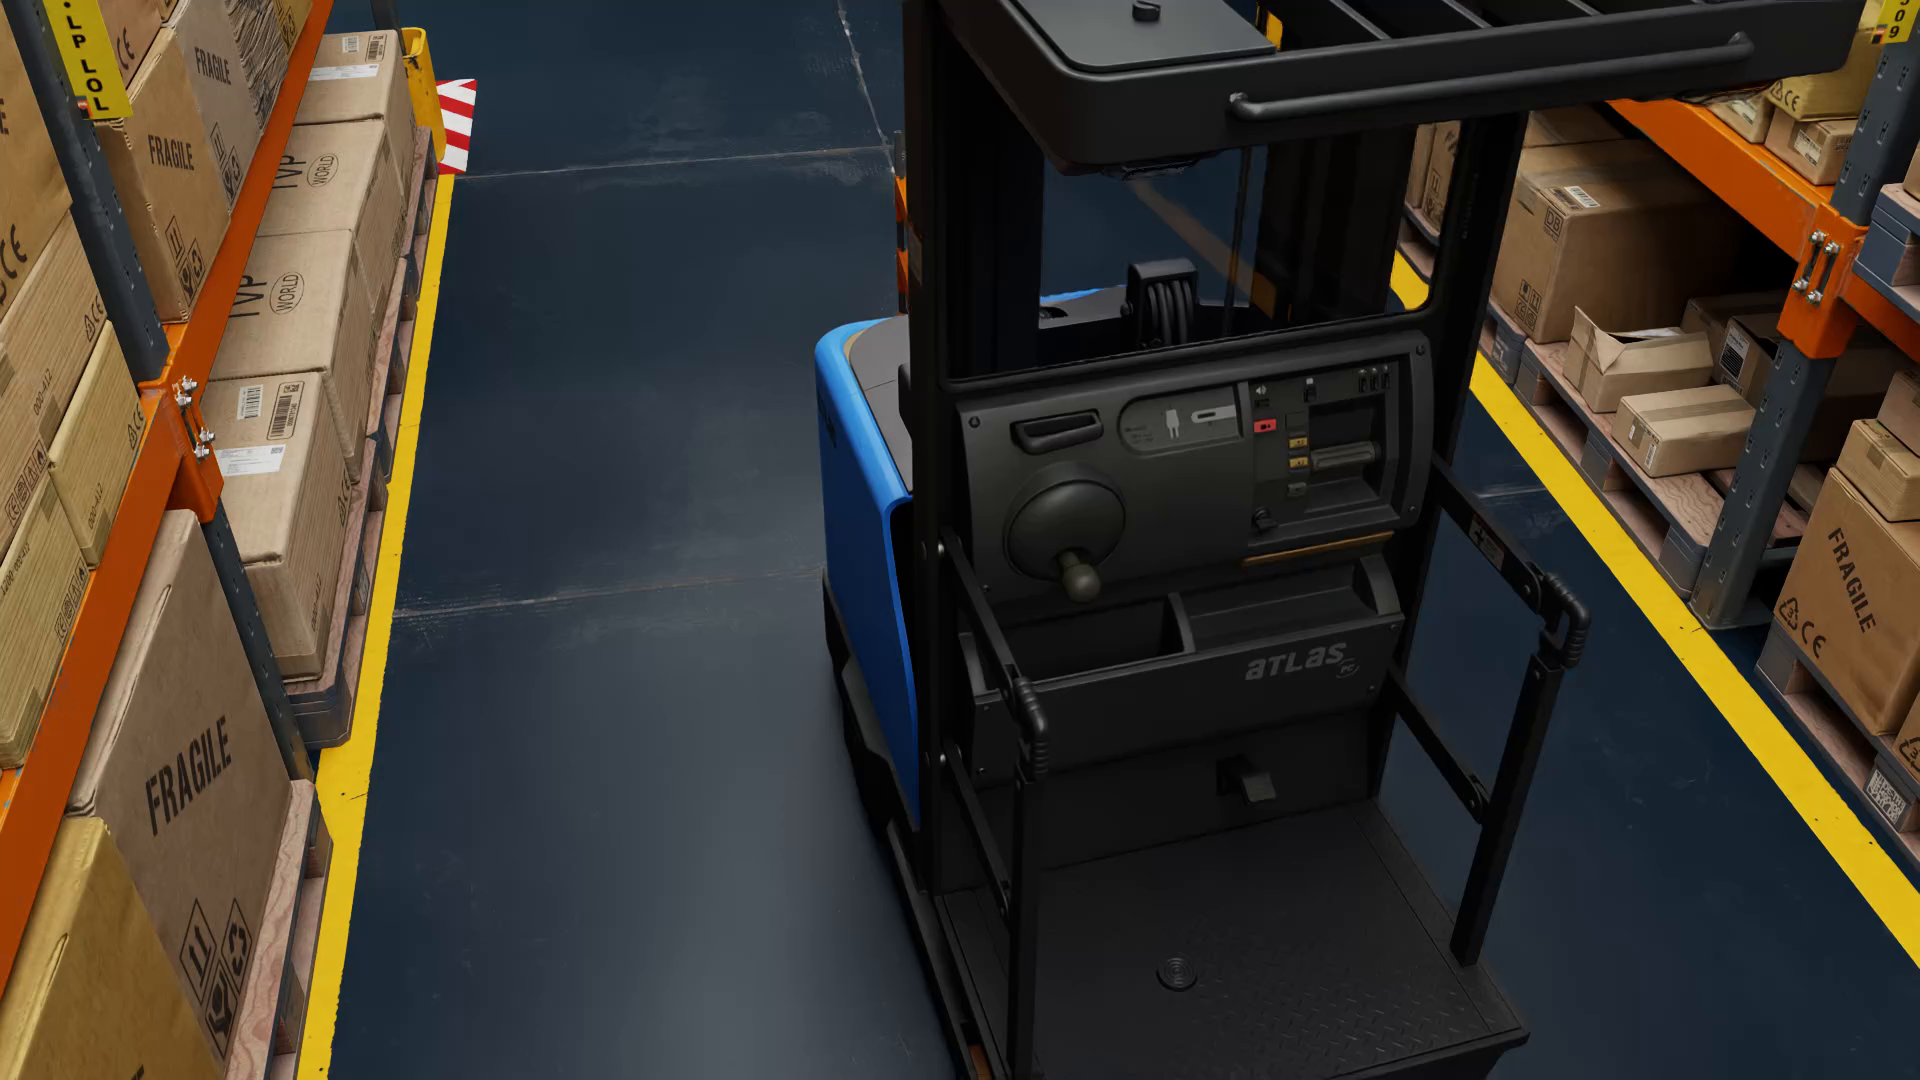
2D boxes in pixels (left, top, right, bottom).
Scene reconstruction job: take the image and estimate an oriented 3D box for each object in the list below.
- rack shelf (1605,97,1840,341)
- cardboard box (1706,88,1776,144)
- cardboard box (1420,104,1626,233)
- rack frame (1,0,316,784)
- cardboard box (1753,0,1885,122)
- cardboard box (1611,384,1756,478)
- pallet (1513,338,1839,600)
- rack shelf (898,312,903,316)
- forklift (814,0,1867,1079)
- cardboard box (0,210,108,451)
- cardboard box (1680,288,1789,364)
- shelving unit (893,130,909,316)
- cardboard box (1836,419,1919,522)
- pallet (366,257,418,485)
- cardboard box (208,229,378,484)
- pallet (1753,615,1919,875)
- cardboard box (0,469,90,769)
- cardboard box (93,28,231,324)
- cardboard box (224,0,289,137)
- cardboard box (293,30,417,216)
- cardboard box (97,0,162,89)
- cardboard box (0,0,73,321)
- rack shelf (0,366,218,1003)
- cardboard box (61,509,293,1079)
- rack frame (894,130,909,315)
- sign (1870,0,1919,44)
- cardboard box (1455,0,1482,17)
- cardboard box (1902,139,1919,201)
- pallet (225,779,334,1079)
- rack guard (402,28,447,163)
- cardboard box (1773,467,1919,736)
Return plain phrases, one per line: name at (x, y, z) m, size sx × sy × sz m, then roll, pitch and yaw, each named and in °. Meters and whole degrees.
rack shelf at (2.333, -1.925, 5.869) m, size 1.077 × 0.370 × 4.000 m, roll -6°, pitch 38°, yaw -8°
cardboard box at (2.312, -1.222, 4.582) m, size 0.380 × 0.149 × 0.250 m, roll -5°, pitch 38°, yaw -7°
cardboard box at (2.102, -1.365, 6.257) m, size 0.500 × 0.500 × 0.500 m, roll -6°, pitch 38°, yaw -7°
rack frame at (-2.203, -0.465, 3.403) m, size 1.000 × 3.000 × 0.127 m, roll -6°, pitch 38°, yaw -8°
cardboard box at (2.354, -1.340, 4.410) m, size 0.500 × 0.250 × 0.500 m, roll -5°, pitch 38°, yaw -7°
cardboard box at (2.297, -0.346, 5.231) m, size 0.380 × 0.149 × 0.250 m, roll -7°, pitch 38°, yaw -9°
pallet at (2.564, -0.314, 5.483) m, size 1.003 × 0.211 × 1.213 m, roll -6°, pitch 38°, yaw -8°
rack shelf at (-0.029, -0.521, 5.052) m, size 0.258 × 0.148 × 0.480 m, roll -6°, pitch 38°, yaw -8°
forklift at (0.517, -0.062, 2.941) m, size 1.130 × 2.935 × 3.031 m, roll -10°, pitch 39°, yaw -13°
cardboard box at (-1.886, -0.363, 2.986) m, size 0.500 × 0.250 × 0.500 m, roll -6°, pitch 38°, yaw -8°
cardboard box at (2.724, -0.727, 5.722) m, size 0.380 × 0.149 × 0.250 m, roll -7°, pitch 38°, yaw -9°
shelving unit at (-0.029, -0.574, 5.011) m, size 0.258 × 1.200 × 0.503 m, roll -6°, pitch 38°, yaw -8°
cardboard box at (2.485, -0.190, 4.216) m, size 0.380 × 0.149 × 0.250 m, roll -5°, pitch 38°, yaw -6°
pallet at (-2.476, -0.569, 5.811) m, size 1.003 × 0.211 × 1.213 m, roll -6°, pitch 38°, yaw -8°
cardboard box at (-2.365, -0.550, 5.259) m, size 0.875 × 0.438 × 0.875 m, roll -7°, pitch 38°, yaw -9°
pallet at (2.863, 0.588, 4.321) m, size 1.003 × 0.211 × 1.213 m, roll -6°, pitch 38°, yaw -8°
cardboard box at (-1.788, 0.146, 2.739) m, size 0.500 × 0.250 × 0.500 m, roll -7°, pitch 38°, yaw -9°
cardboard box at (-2.027, -0.816, 3.773) m, size 0.500 × 0.500 × 0.500 m, roll -5°, pitch 38°, yaw -6°
cardboard box at (-2.192, -1.421, 4.553) m, size 0.500 × 0.500 × 0.500 m, roll -6°, pitch 38°, yaw -8°
cardboard box at (-2.690, -1.647, 6.671) m, size 0.875 × 0.438 × 0.875 m, roll -7°, pitch 38°, yaw -9°
cardboard box at (-2.048, -1.213, 3.469) m, size 0.500 × 0.500 × 0.500 m, roll -6°, pitch 38°, yaw -8°
cardboard box at (-1.877, -0.656, 2.753) m, size 0.500 × 0.500 × 0.500 m, roll -5°, pitch 38°, yaw -6°
rack shelf at (-1.852, 1.028, 2.069) m, size 1.077 × 0.370 × 4.000 m, roll -6°, pitch 38°, yaw -8°
cardboard box at (-2.015, 0.575, 3.455) m, size 0.875 × 0.875 × 0.875 m, roll -5°, pitch 38°, yaw -7°
rack frame at (-0.072, -0.721, 5.200) m, size 0.240 × 1.200 × 0.015 m, roll -6°, pitch 38°, yaw -8°
sign at (2.151, -1.280, 3.746) m, size 0.100 × 0.325 × 0.005 m, roll -6°, pitch 38°, yaw -8°
cardboard box at (1.996, -2.217, 7.351) m, size 0.797 × 0.503 × 0.637 m, roll -8°, pitch 38°, yaw -10°
cardboard box at (2.548, -0.890, 3.526) m, size 0.700 × 0.500 × 0.500 m, roll -5°, pitch 38°, yaw -7°
pallet at (-1.993, 1.095, 3.669) m, size 1.003 × 0.211 × 1.213 m, roll -6°, pitch 38°, yaw -8°
rack guard at (-2.908, -1.908, 7.298) m, size 1.175 × 0.500 × 0.348 m, roll -6°, pitch 38°, yaw -8°
cardboard box at (2.547, 0.137, 4.324) m, size 0.500 × 0.500 × 0.500 m, roll -5°, pitch 38°, yaw -6°
